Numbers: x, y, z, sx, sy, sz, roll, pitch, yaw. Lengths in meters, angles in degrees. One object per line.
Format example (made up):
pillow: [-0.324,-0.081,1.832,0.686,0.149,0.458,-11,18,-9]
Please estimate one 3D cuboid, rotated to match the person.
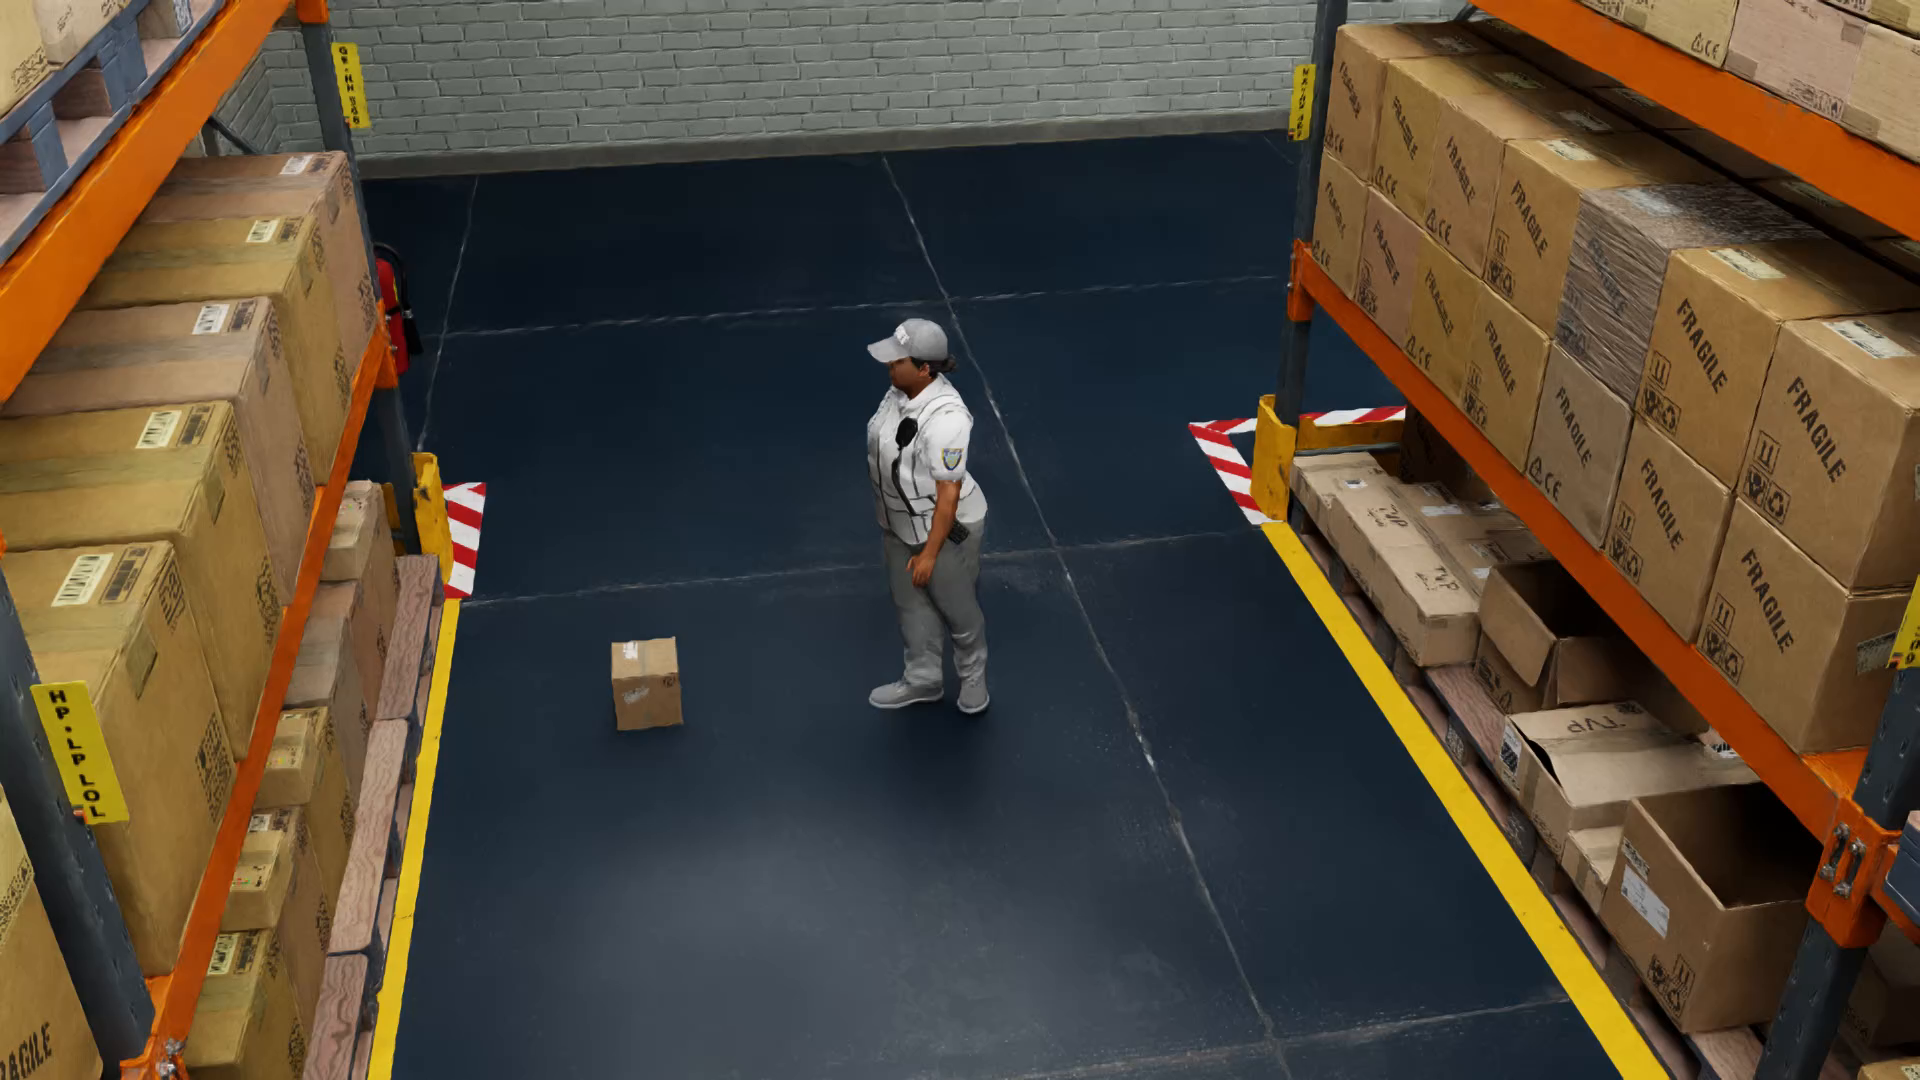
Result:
person: [-0.098,-0.058,6.224,0.500,1.671,0.481,-19,36,-29]
